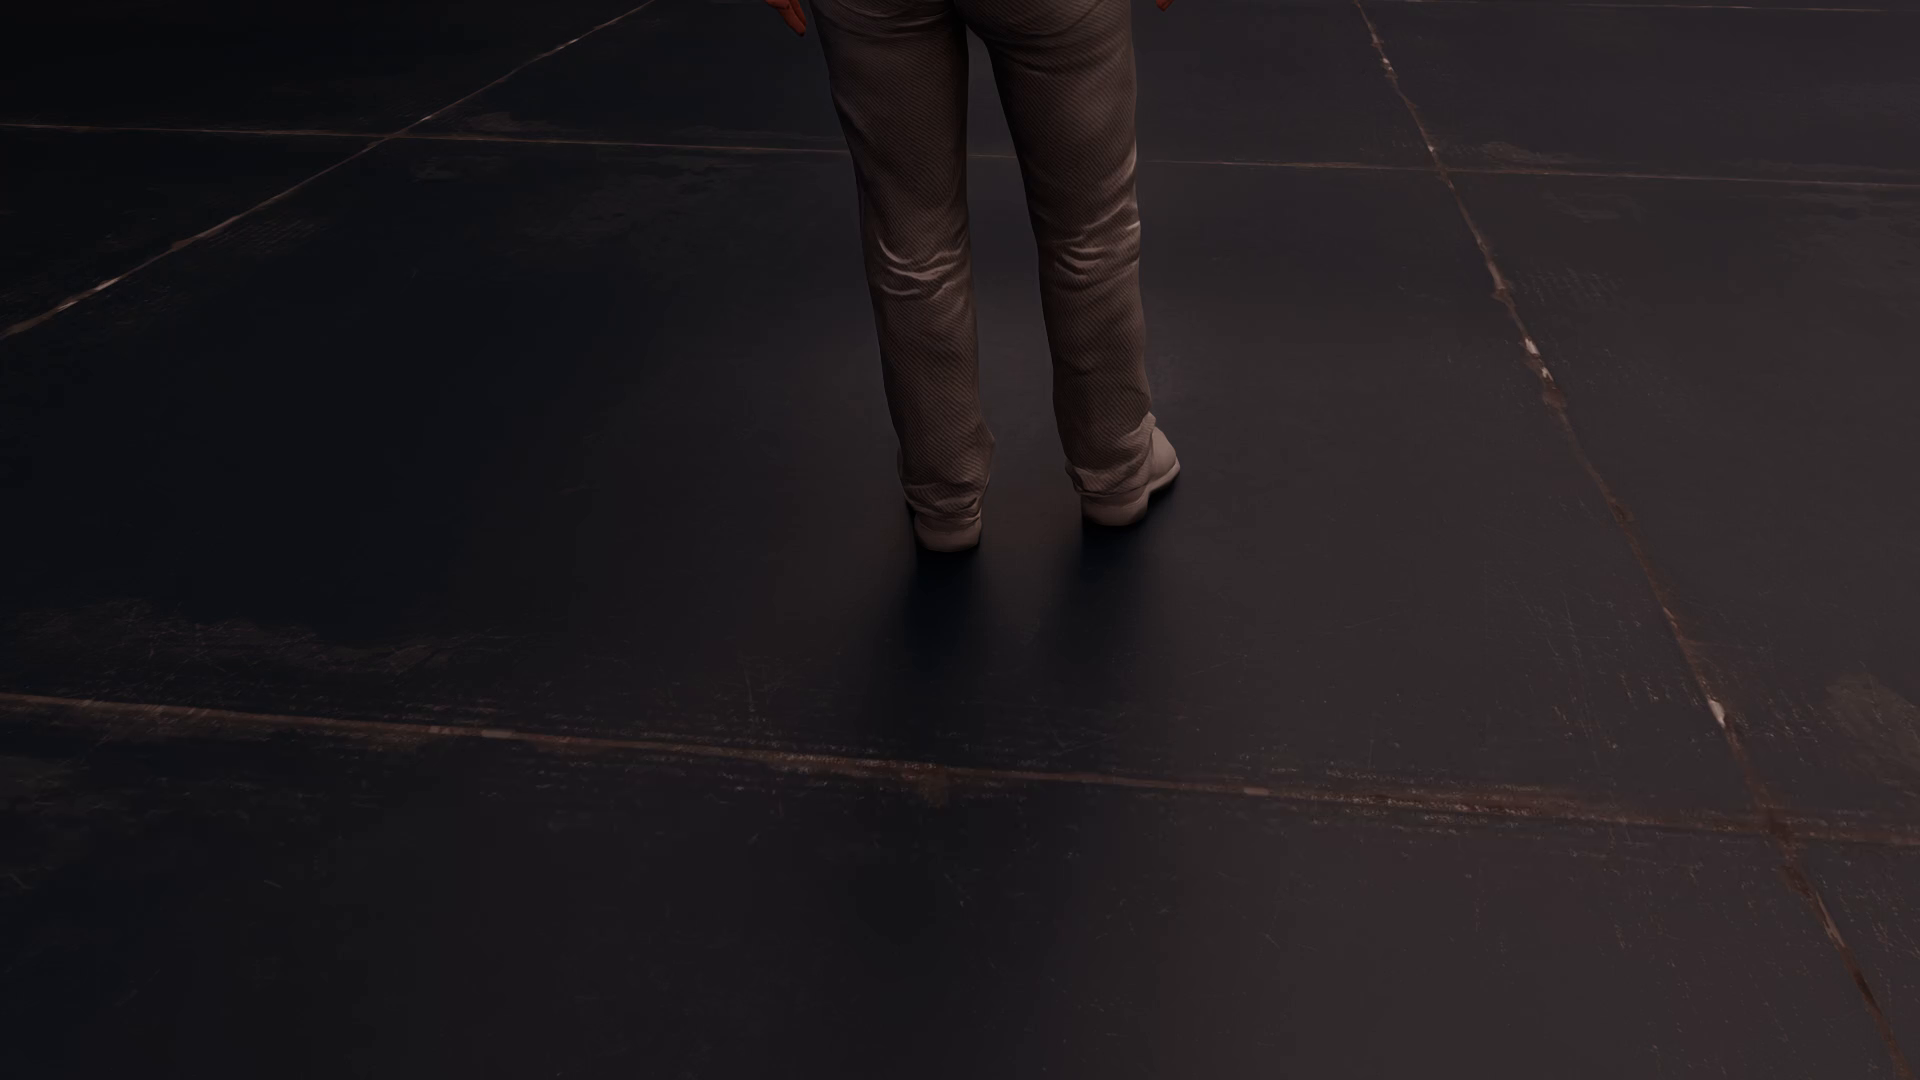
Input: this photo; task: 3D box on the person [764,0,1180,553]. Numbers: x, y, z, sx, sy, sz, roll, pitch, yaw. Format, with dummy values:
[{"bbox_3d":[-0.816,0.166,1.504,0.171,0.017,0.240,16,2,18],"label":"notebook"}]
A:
[{"bbox_3d":[0.016,-0.828,2.156,0.634,1.775,0.566,3,27,7],"label":"person"}]
